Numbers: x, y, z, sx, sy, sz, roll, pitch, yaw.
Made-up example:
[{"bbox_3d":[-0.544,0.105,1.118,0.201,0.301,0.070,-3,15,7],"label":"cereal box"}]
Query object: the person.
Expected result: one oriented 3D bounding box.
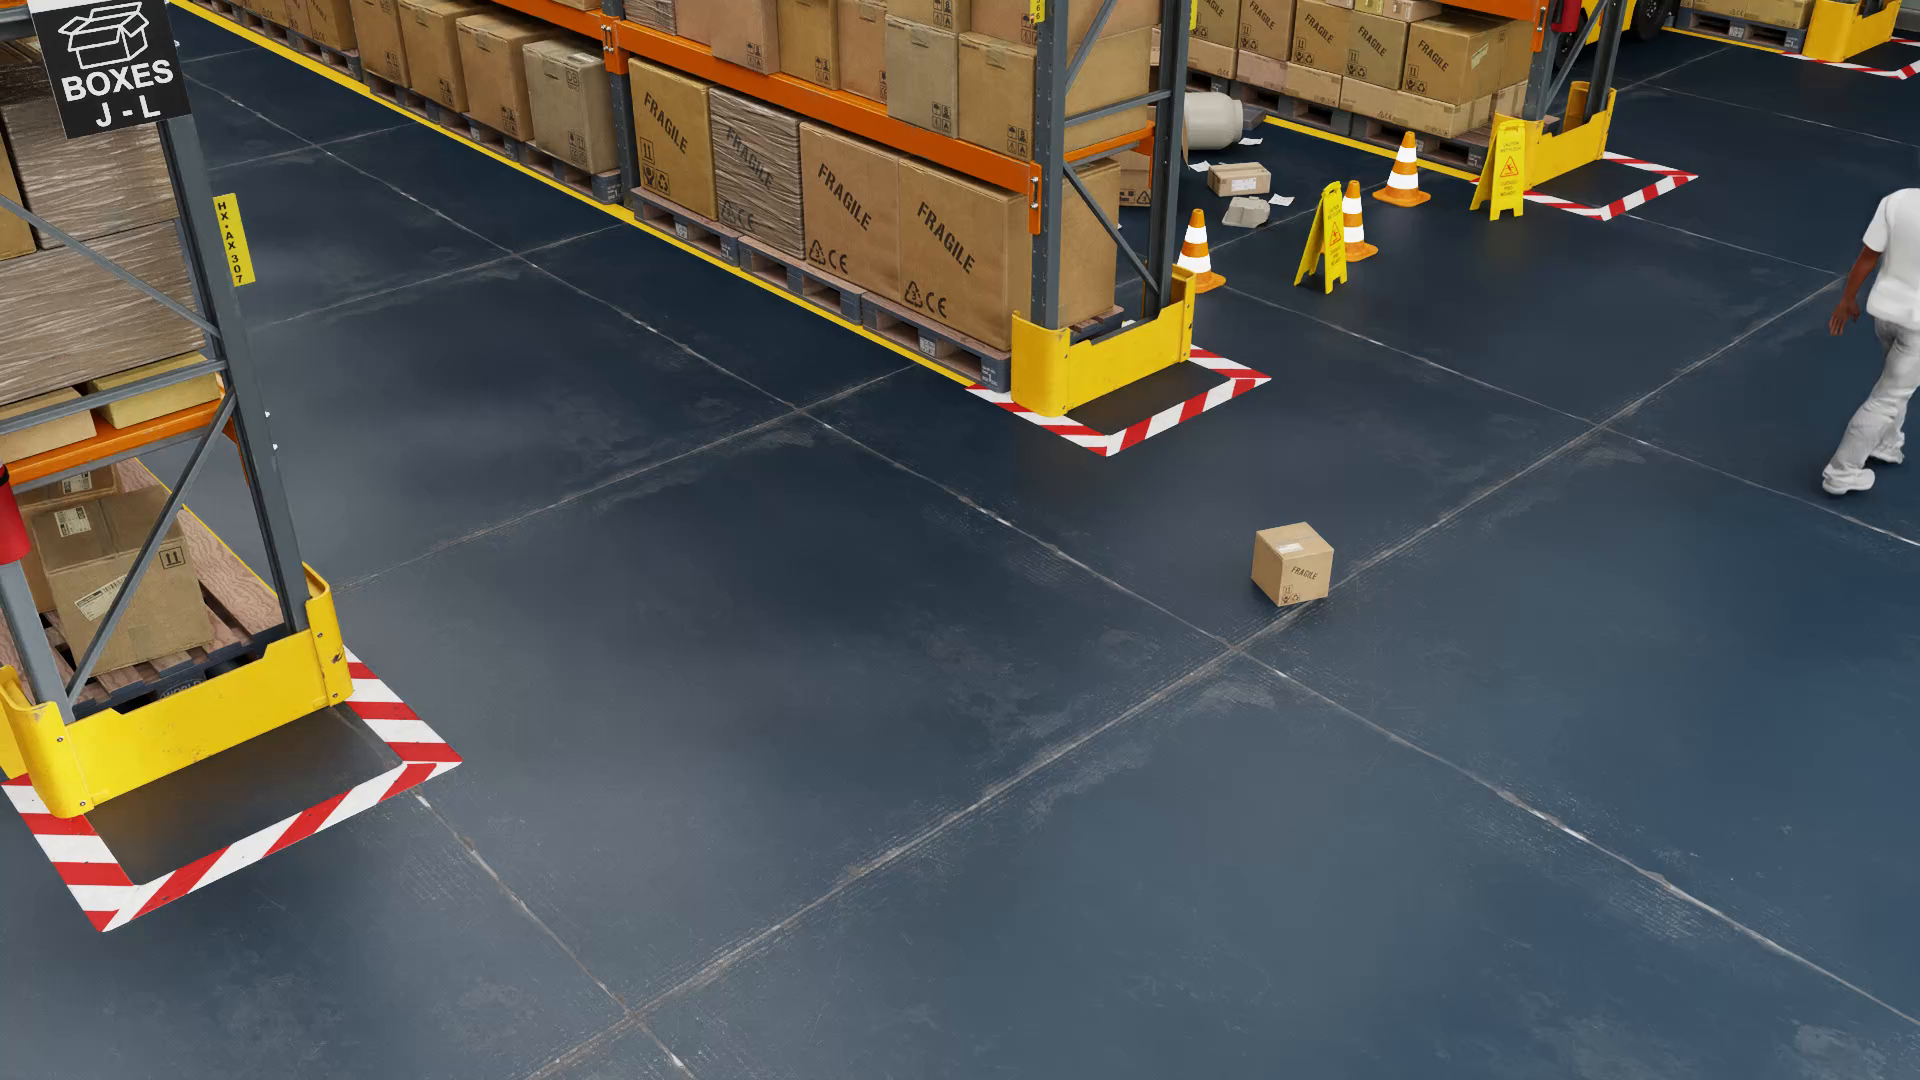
[{"bbox_3d":[4.526,-1.036,7.811,0.750,1.803,0.625,-12,33,-18],"label":"person"}]
